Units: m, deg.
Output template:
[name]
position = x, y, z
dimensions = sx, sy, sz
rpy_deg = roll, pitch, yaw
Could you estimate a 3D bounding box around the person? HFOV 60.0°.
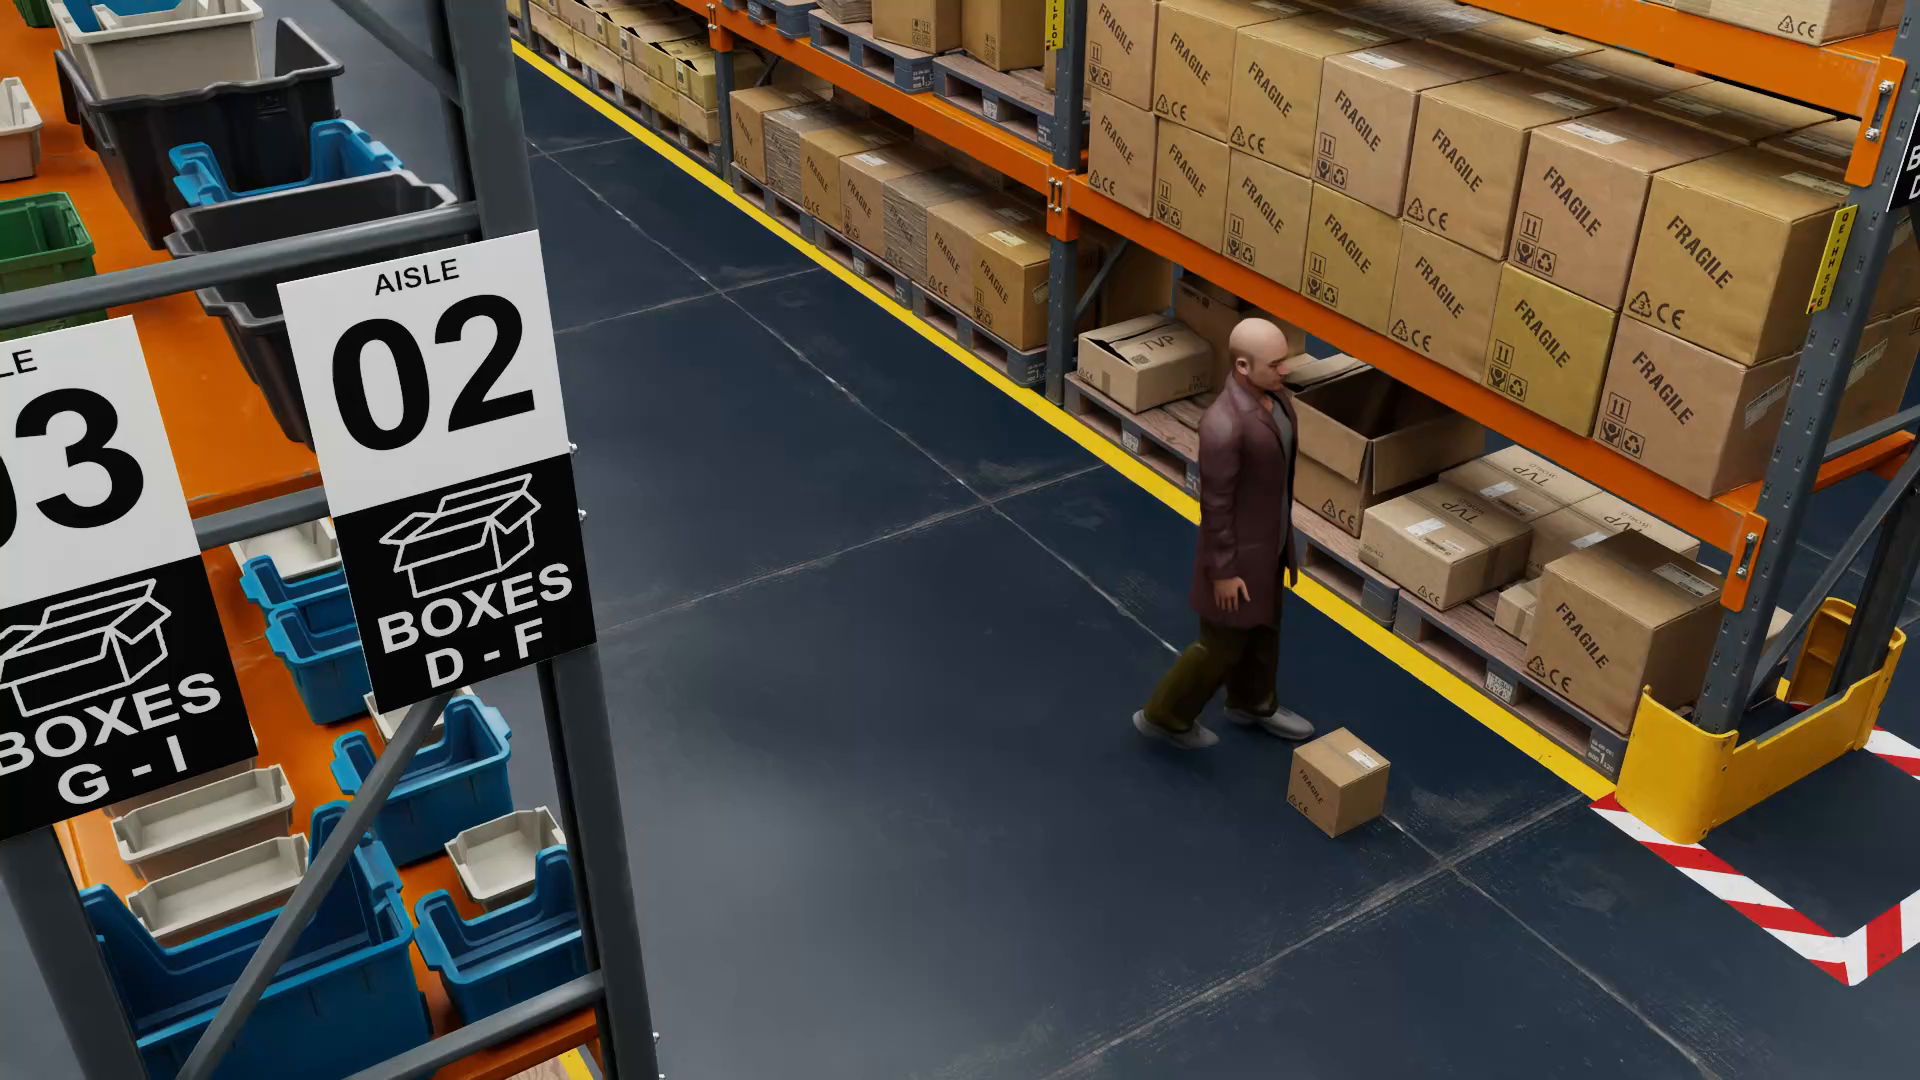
[person]
position = 1.049, 0.035, 6.116
dimensions = 0.633, 1.821, 0.612
rpy_deg = 16, 36, 24
